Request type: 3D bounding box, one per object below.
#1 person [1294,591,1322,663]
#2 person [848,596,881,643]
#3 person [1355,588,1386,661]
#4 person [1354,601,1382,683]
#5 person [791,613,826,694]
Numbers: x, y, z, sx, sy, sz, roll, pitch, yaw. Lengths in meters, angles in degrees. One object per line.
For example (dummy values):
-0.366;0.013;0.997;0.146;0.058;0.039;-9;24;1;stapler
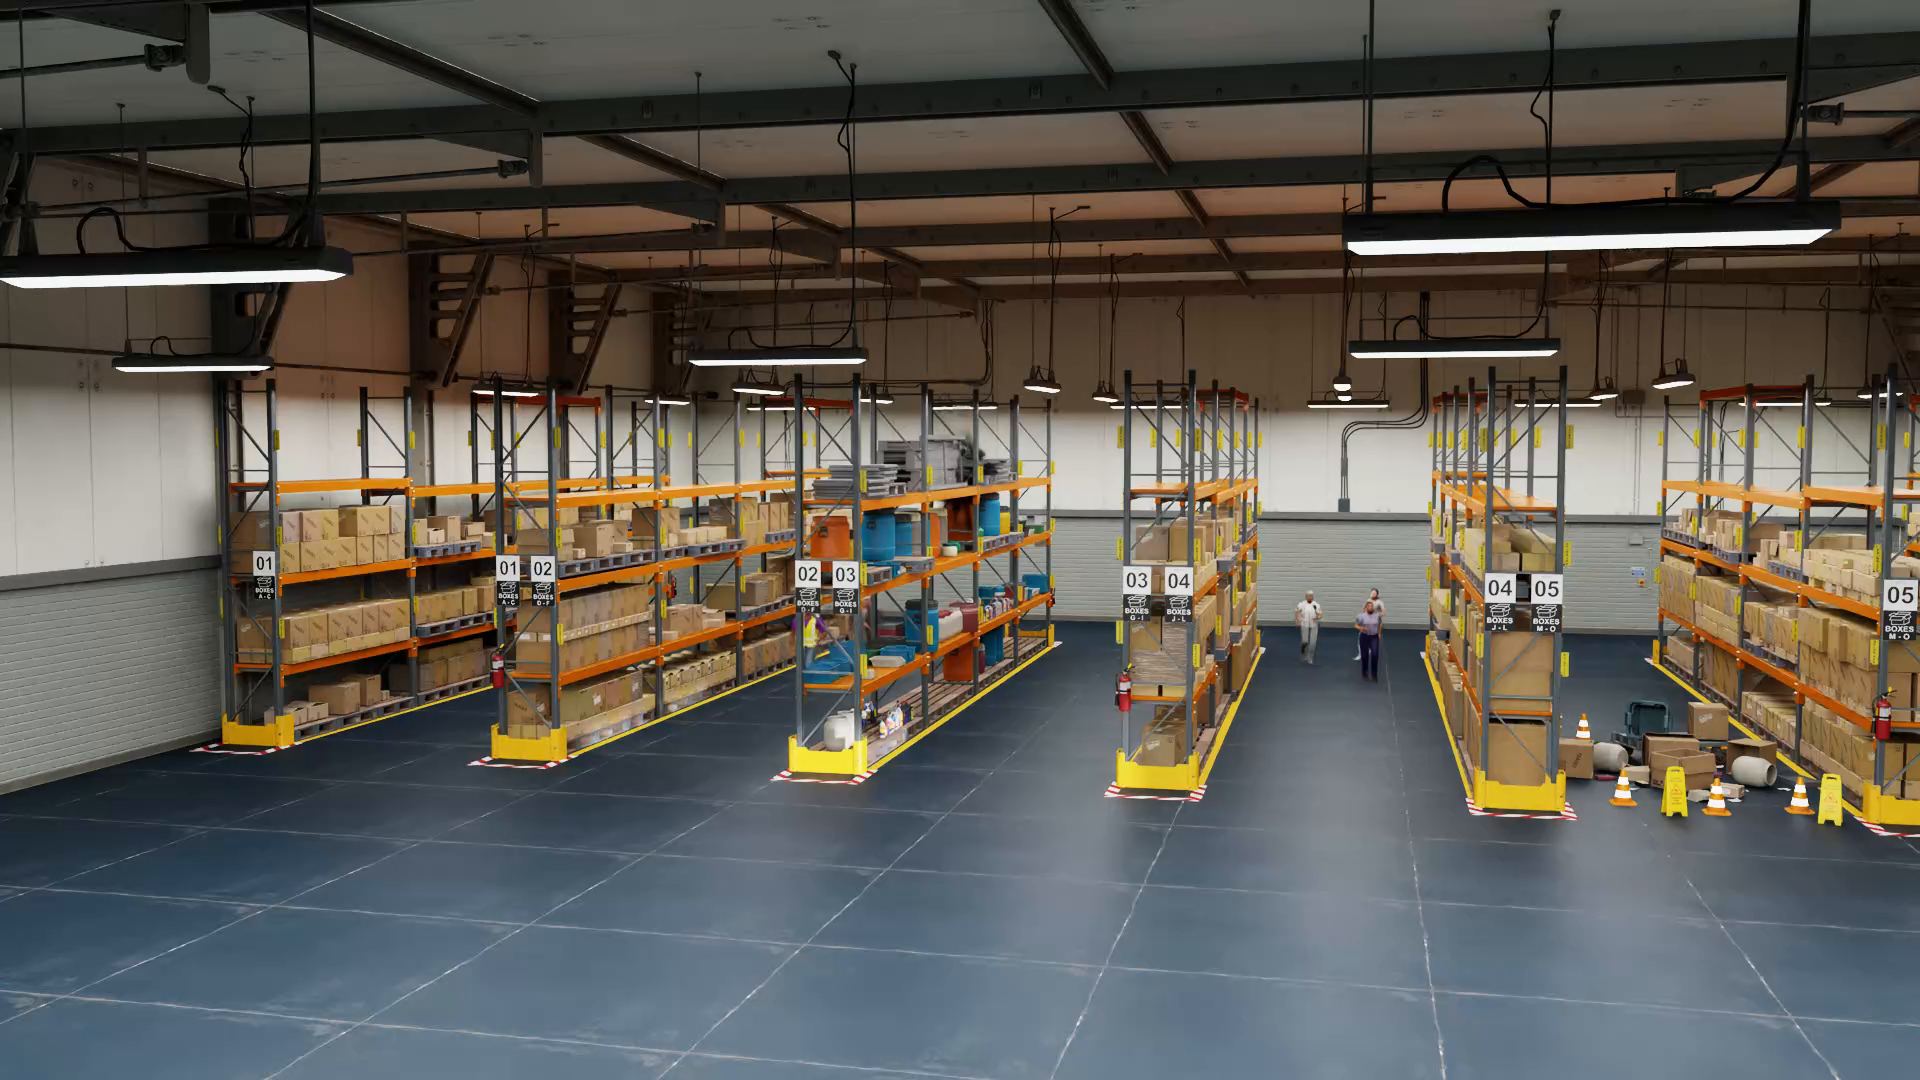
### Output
7.804;1.948;37.207;0.597;1.628;0.588;0;3;5;person
-1.814;1.957;31.503;0.671;1.876;0.777;0;3;4;person
9.437;1.916;37.989;0.616;1.642;0.841;2;4;36;person
8.501;2.127;34.611;0.587;1.698;0.757;1;3;8;person
-2.849;1.990;30.948;0.683;1.736;0.529;0;3;8;person
